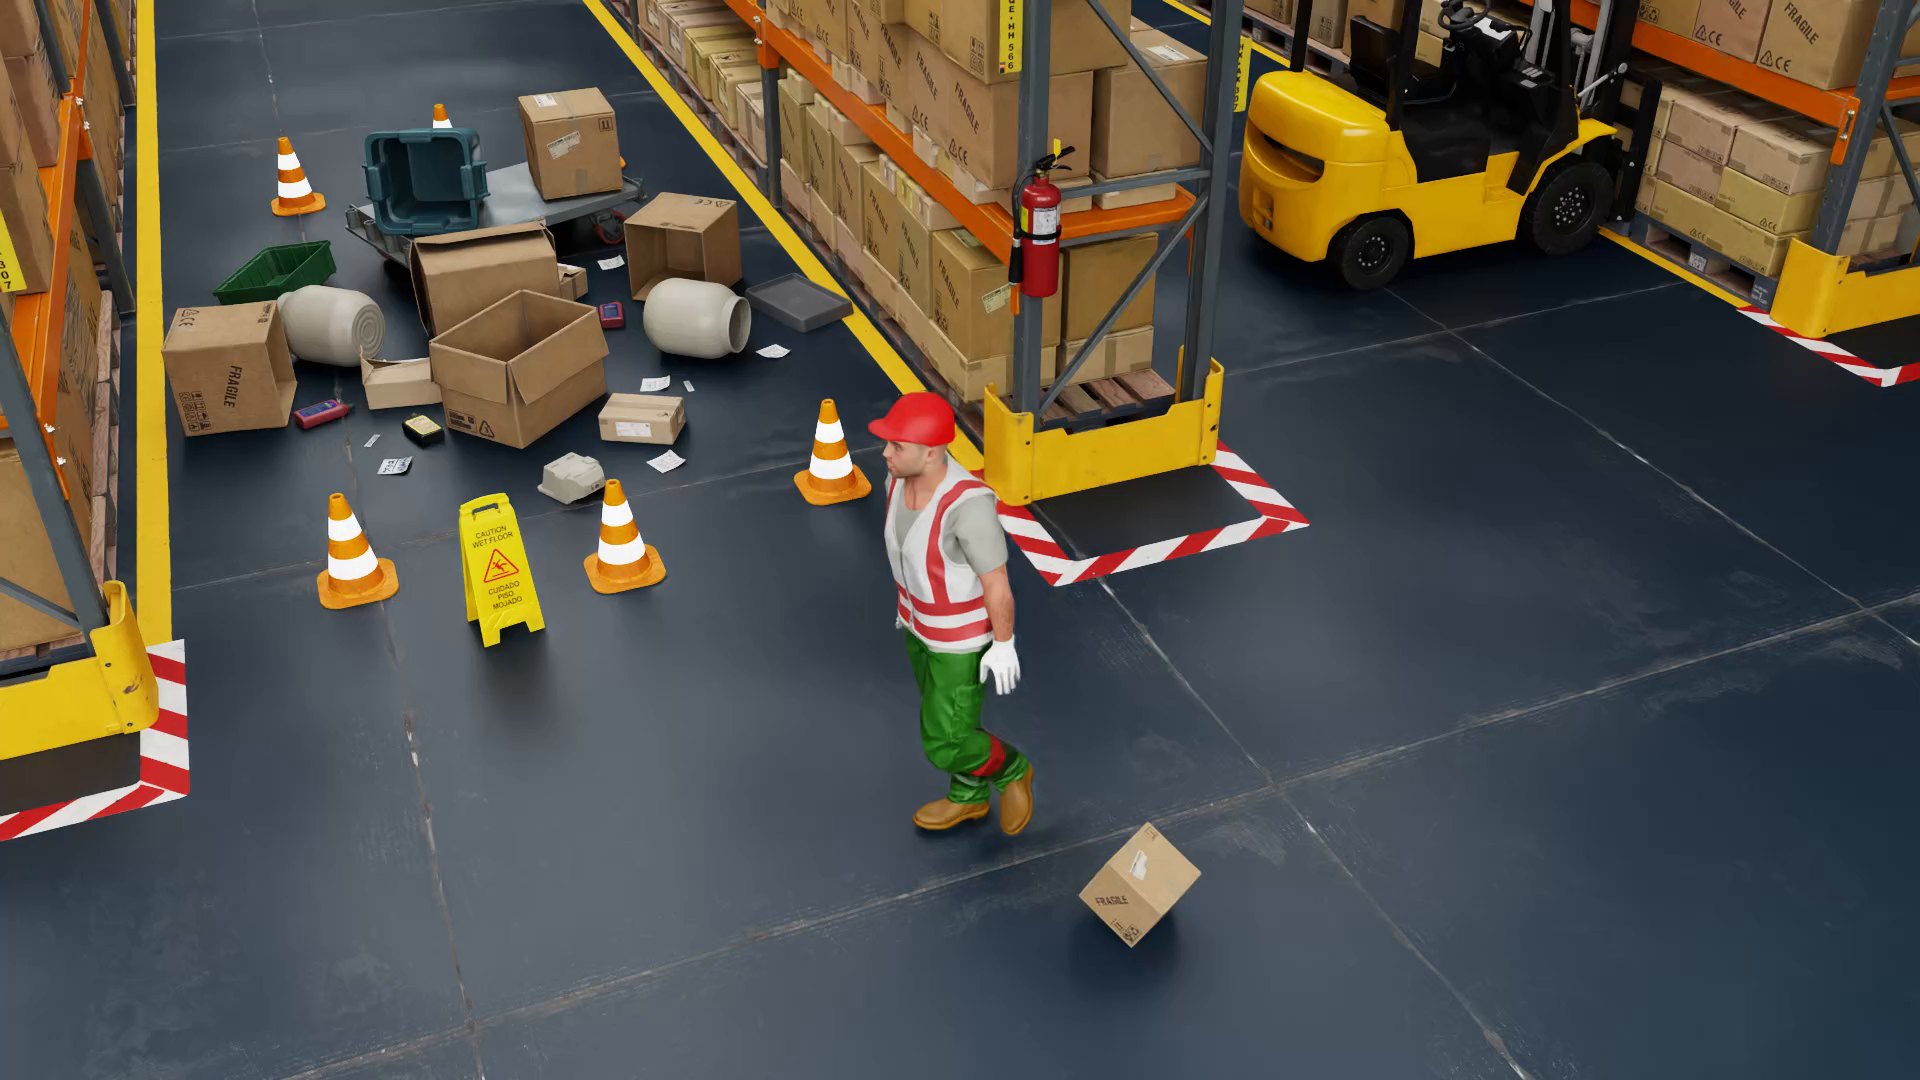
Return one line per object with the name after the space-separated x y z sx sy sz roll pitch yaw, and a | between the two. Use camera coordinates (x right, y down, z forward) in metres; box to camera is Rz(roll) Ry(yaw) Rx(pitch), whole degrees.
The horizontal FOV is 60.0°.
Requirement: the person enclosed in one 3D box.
-0.013 0.286 5.667 0.530 1.782 0.596 -19 38 -27 | person
